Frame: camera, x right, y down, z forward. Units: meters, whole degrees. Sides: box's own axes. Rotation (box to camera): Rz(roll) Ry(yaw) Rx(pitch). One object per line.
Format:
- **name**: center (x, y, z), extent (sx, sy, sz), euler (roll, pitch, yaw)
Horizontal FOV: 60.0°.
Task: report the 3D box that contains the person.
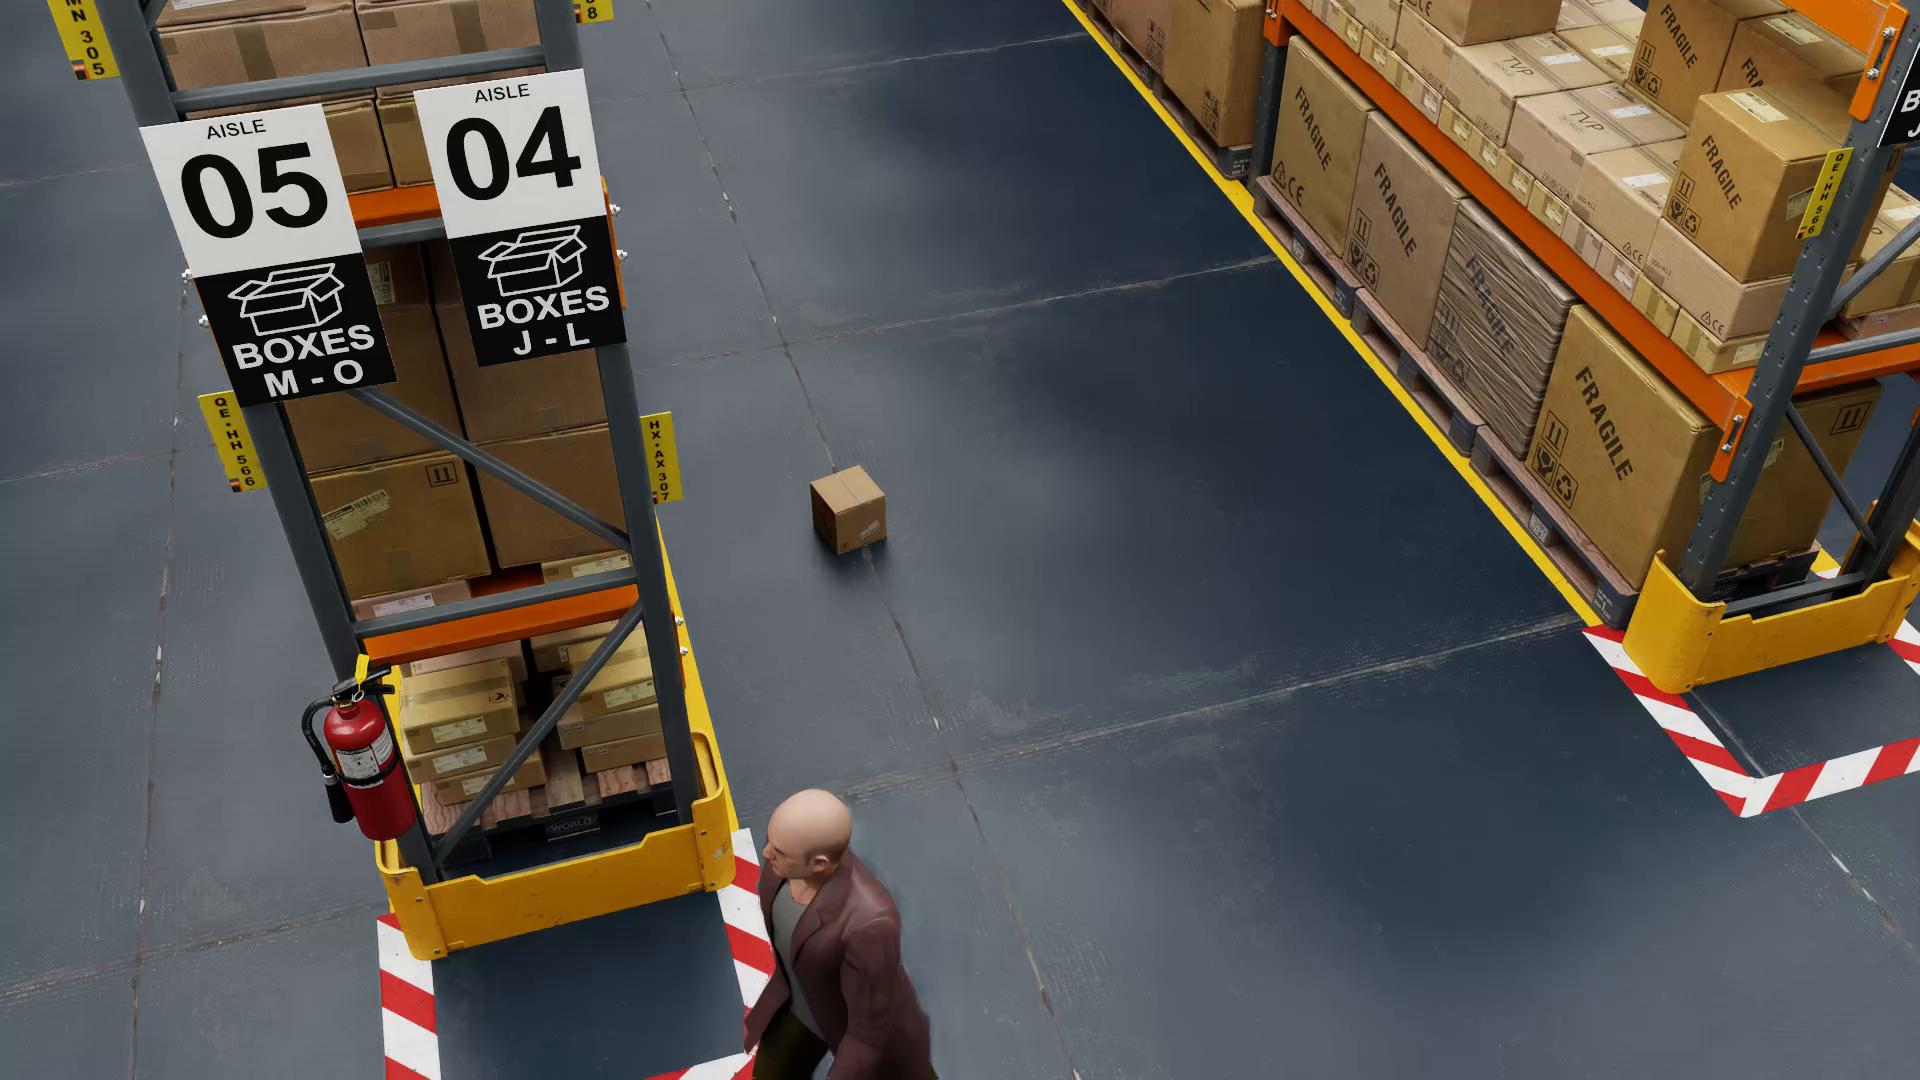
- **person**: center (-0.383, 1.348, 4.646), extent (0.788, 1.794, 0.642), euler (-34, 52, -32)
